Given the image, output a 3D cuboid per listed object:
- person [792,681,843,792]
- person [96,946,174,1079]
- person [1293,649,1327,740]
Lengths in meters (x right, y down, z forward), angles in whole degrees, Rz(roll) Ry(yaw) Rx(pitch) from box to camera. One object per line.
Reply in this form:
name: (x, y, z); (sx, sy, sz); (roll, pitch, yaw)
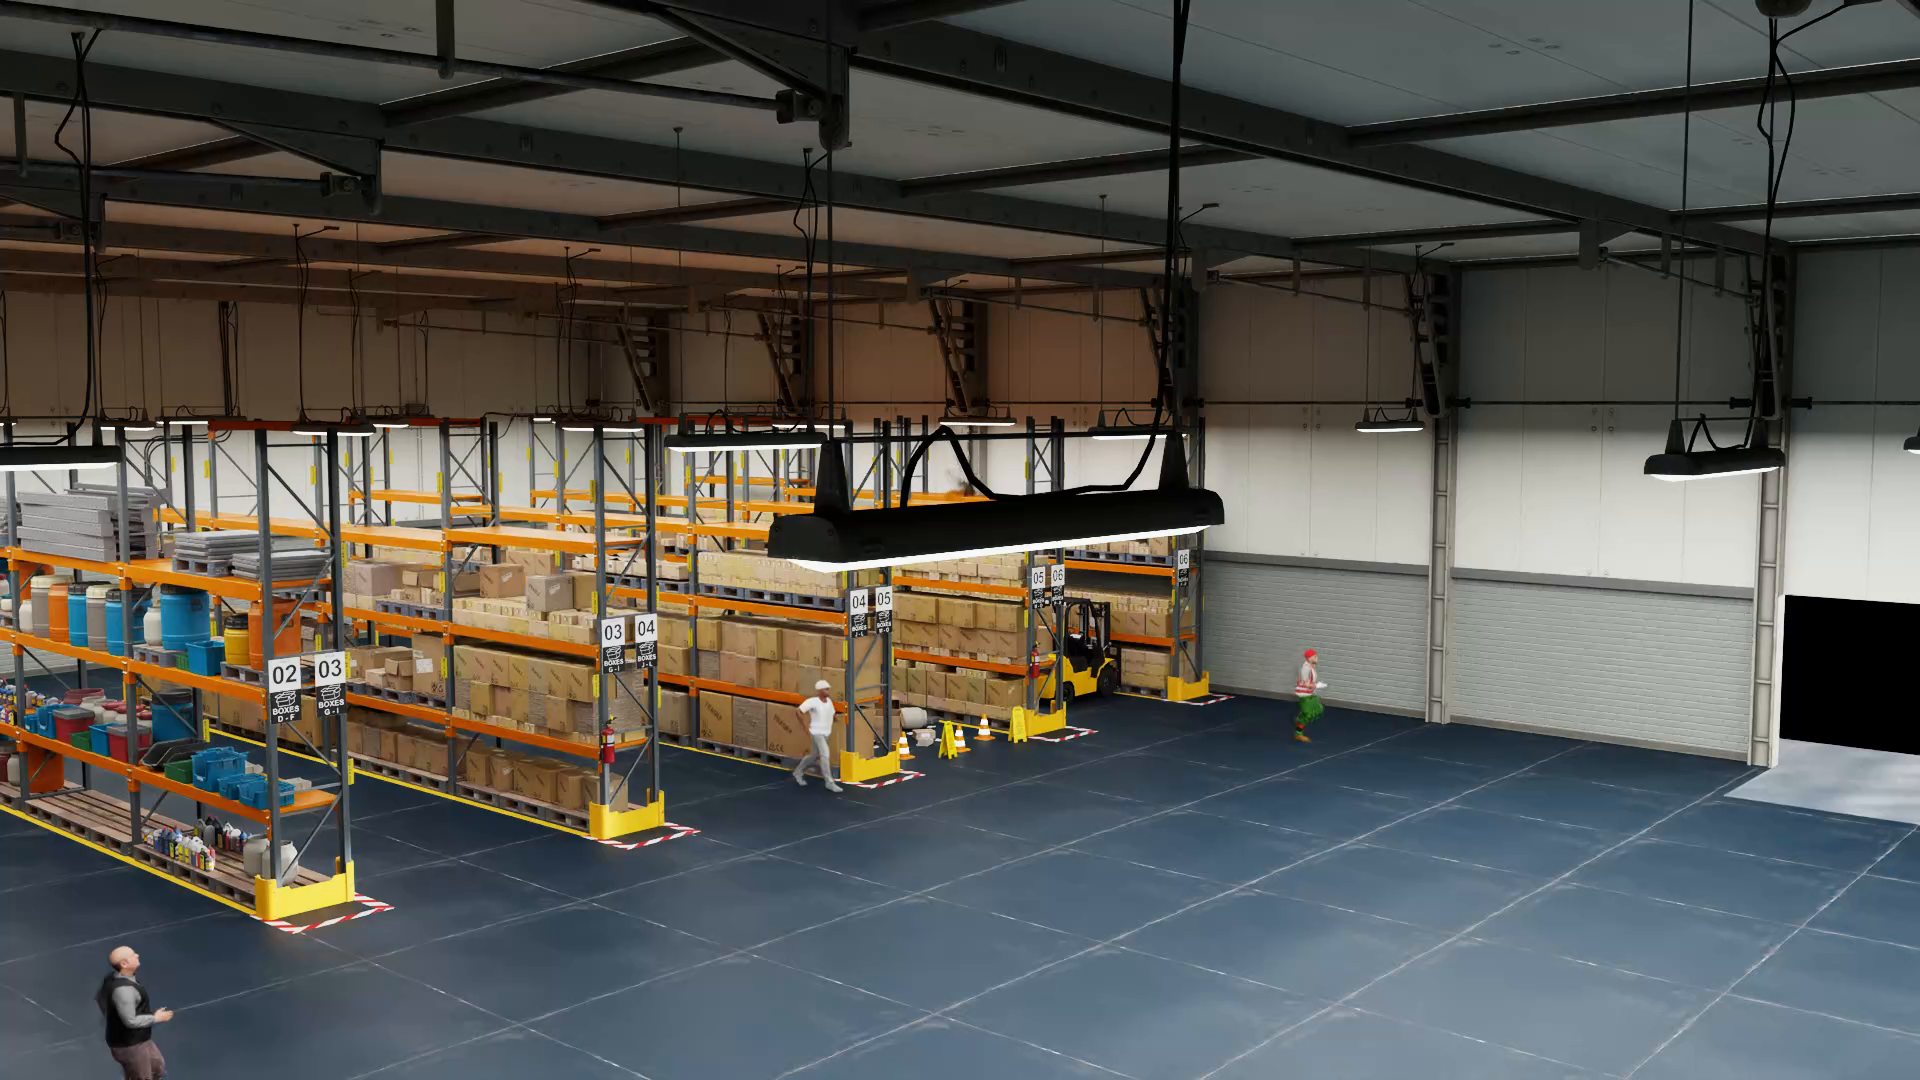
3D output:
person: (-2.264, 3.159, 27.127); (1.033, 1.739, 0.720); (2, 5, 26)
person: (-7.099, 4.308, 14.348); (0.569, 1.687, 0.669); (-3, 6, -32)
person: (6.544, 2.889, 31.018); (0.651, 1.728, 0.709); (2, 5, 26)
